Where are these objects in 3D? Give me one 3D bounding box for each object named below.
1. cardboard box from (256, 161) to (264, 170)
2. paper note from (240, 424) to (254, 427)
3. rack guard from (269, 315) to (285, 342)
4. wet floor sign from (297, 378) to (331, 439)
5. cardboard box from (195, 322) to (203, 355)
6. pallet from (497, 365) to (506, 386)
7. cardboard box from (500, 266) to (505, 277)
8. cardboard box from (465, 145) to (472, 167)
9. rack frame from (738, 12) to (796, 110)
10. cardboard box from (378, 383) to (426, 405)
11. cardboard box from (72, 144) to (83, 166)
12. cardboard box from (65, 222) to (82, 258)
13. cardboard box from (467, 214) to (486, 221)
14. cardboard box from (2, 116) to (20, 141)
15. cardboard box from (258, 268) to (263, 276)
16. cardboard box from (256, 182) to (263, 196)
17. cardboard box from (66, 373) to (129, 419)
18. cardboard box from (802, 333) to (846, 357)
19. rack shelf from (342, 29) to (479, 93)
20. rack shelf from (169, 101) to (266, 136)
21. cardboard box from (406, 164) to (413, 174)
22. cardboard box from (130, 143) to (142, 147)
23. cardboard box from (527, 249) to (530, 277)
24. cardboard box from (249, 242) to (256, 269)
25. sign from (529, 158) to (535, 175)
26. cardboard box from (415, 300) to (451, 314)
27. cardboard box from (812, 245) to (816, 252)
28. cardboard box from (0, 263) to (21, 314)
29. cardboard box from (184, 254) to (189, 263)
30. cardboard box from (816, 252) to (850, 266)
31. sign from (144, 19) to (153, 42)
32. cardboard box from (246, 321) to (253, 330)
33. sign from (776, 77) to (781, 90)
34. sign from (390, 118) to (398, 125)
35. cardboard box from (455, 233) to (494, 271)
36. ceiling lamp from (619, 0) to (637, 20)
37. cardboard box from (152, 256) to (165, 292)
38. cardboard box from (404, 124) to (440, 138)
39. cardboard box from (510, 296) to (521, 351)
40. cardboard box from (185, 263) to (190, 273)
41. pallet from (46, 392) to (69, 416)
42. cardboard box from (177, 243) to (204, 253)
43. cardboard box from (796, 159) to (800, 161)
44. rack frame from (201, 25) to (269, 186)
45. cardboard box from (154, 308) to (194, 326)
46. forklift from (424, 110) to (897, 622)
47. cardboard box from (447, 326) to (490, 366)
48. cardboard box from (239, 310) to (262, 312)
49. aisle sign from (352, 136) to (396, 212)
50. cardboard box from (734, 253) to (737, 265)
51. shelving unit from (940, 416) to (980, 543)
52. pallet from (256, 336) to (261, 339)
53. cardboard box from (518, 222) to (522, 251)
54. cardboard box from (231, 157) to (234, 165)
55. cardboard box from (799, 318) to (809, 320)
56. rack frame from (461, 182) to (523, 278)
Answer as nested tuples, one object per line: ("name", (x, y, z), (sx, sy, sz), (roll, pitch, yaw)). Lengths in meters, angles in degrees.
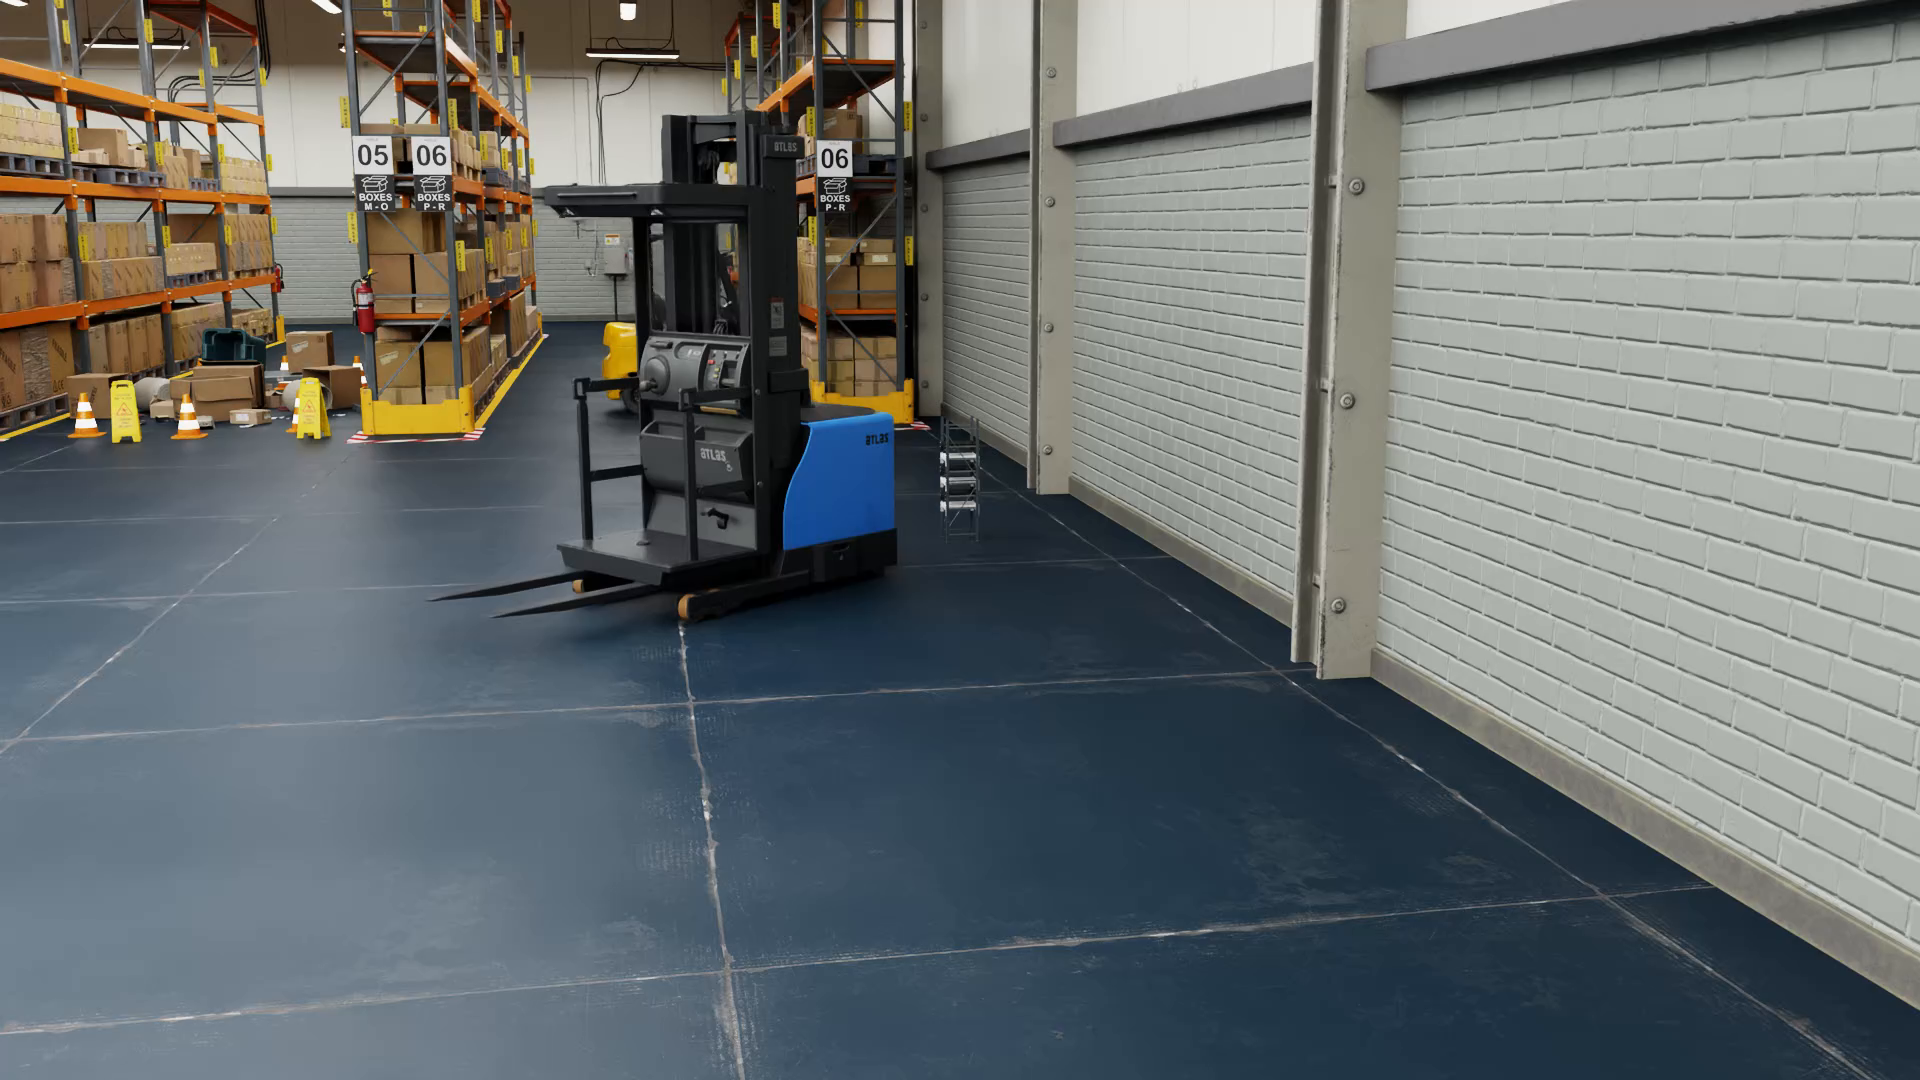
("cardboard box", (-13.599, -7.192, 31.935), (0.380, 0.149, 0.250), (-2, 11, -12))
("paper note", (-8.140, -1.307, 18.983), (0.148, 0.019, 0.142), (-6, 13, -31))
("rack guard", (-13.937, -4.159, 32.710), (1.175, 0.500, 0.348), (-2, 11, -11))
("wet floor sign", (-7.017, -1.435, 18.008), (0.267, 0.644, 0.232), (2, 11, 9))
("cardboard box", (-12.489, -3.237, 26.743), (0.500, 0.500, 0.500), (-2, 11, -12))
("pallet", (-7.176, -2.396, 24.218), (1.003, 0.211, 1.213), (-2, 11, -11))
("cardboard box", (-6.941, -3.976, 24.612), (0.380, 0.149, 0.250), (-2, 11, -10))
("cardboard box", (-6.134, -4.594, 19.894), (0.500, 0.250, 0.500), (-2, 11, -10))
("rack frame", (-3.470, -7.994, 30.129), (1.000, 3.000, 0.127), (-2, 11, -11))
("cardboard box", (-6.430, -1.663, 19.143), (0.500, 0.250, 0.500), (-2, 11, -11))
("cardboard box", (-12.273, -5.292, 22.803), (0.500, 0.311, 0.500), (-2, 11, -12))
("cardboard box", (-11.720, -3.831, 21.361), (0.700, 0.500, 0.500), (-2, 11, -12))
("cardboard box", (-8.710, -5.770, 29.811), (0.380, 0.149, 0.250), (-2, 11, -12))
("cardboard box", (-10.977, -4.643, 18.762), (0.500, 0.250, 0.500), (-2, 11, -11))
("cardboard box", (-13.463, -5.089, 31.586), (0.380, 0.149, 0.250), (-2, 11, -9))
("cardboard box", (-13.497, -6.634, 31.405), (0.500, 0.250, 0.500), (-2, 11, -11))
("cardboard box", (-10.309, -1.726, 19.920), (0.500, 0.500, 0.500), (0, 11, -1))
("cardboard box", (-1.636, -2.359, 20.126), (0.500, 0.250, 0.500), (-2, 11, -10))
("rack shelf", (-6.393, -5.624, 19.609), (1.077, 0.370, 4.000), (-2, 11, -11))
("rack shelf", (-13.563, -7.626, 30.129), (1.077, 0.370, 4.000), (-2, 11, -11))
("cardboard box", (-6.431, -4.214, 18.961), (0.380, 0.149, 0.250), (-2, 11, -11))
("cardboard box", (-13.000, -6.132, 26.055), (0.396, 0.266, 0.258), (-2, 11, -11))
("cardboard box", (-8.357, -5.194, 31.197), (0.500, 0.500, 0.500), (-2, 11, -11))
("cardboard box", (-13.322, -5.244, 30.662), (0.500, 0.500, 0.500), (-2, 11, -8))
("sign", (-8.581, -7.486, 33.327), (0.100, 0.325, 0.005), (-2, 11, -11))
("cardboard box", (-5.867, -2.611, 18.565), (0.380, 0.149, 0.250), (-2, 11, -11))
("cardboard box", (-1.568, -3.509, 19.813), (0.380, 0.149, 0.250), (-2, 11, -10))
("cardboard box", (-11.071, -2.814, 18.556), (0.875, 0.550, 0.550), (-2, 11, -11))
("cardboard box", (-12.545, -4.495, 26.542), (0.380, 0.149, 0.250), (-2, 11, -12))
("cardboard box", (-1.478, -3.267, 19.337), (0.380, 0.149, 0.250), (-2, 11, -10))
("sign", (-11.852, -7.438, 24.287), (0.100, 0.325, 0.005), (-2, 11, -11))
("cardboard box", (-13.217, -3.933, 30.545), (0.380, 0.149, 0.250), (-2, 11, -11))
("sign", (-3.699, -9.281, 33.968), (0.100, 0.325, 0.005), (-2, 11, -11))
("sign", (-7.326, -5.299, 21.554), (0.100, 0.325, 0.005), (-2, 11, -11))
("cardboard box", (-6.592, -3.896, 22.459), (0.500, 0.500, 0.500), (-2, 11, -10))
("ceiling lamp", (-5.463, -10.628, 28.356), (0.800, 3.185, 2.000), (-2, 11, -11))
("cardboard box", (-12.045, -3.910, 24.449), (0.500, 0.500, 0.500), (-2, 11, -11))
("cardboard box", (-5.873, -4.479, 18.225), (0.380, 0.149, 0.250), (-2, 11, -11))
("cardboard box", (-7.782, -3.588, 27.585), (0.875, 0.875, 0.875), (-2, 11, -10))
("cardboard box", (-12.545, -4.349, 26.572), (0.380, 0.149, 0.250), (-2, 11, -10))
("pallet", (-11.547, -1.688, 20.499), (1.003, 0.211, 1.213), (-2, 11, -11))
("cardboard box", (-12.752, -4.831, 27.513), (0.380, 0.149, 0.250), (-2, 11, -11))
("cardboard box", (-1.923, -4.959, 21.177), (0.396, 0.266, 0.258), (-2, 11, -12))
("rack frame", (-13.952, -8.348, 31.989), (1.000, 3.000, 0.127), (-2, 11, -11))
("cardboard box", (-12.391, -3.509, 26.164), (0.500, 0.250, 0.500), (-2, 11, -12))
("forklift", (-1.756, -1.067, 9.965), (1.130, 2.935, 3.031), (9, 14, 40))
("cardboard box", (-6.404, -2.524, 21.658), (0.500, 0.500, 0.500), (-2, 11, -12))
("cardboard box", (-13.445, -4.270, 31.519), (0.380, 0.149, 0.250), (-3, 11, -13))
("aisle sign", (-6.276, -3.920, 17.817), (0.394, 0.787, 0.004), (-2, 11, -11))
("cardboard box", (-4.224, -5.575, 33.069), (0.500, 0.250, 0.500), (-2, 11, -12))
("shelving unit", (-0.002, -0.444, 12.120), (0.258, 0.900, 0.210), (-2, 11, -11))
("pallet", (-13.580, -3.643, 30.774), (1.003, 0.211, 1.213), (-2, 11, -11))
("cardboard box", (-8.005, -5.333, 29.253), (0.500, 0.500, 0.500), (-2, 11, -9))
("cardboard box", (-13.194, -6.762, 29.675), (0.380, 0.149, 0.250), (-2, 11, -13))
("cardboard box", (-2.449, -3.119, 25.787), (0.875, 0.625, 0.625), (-2, 11, -9))
("rack frame", (-8.338, -4.866, 29.738), (1.000, 3.000, 0.127), (-2, 11, -11))
